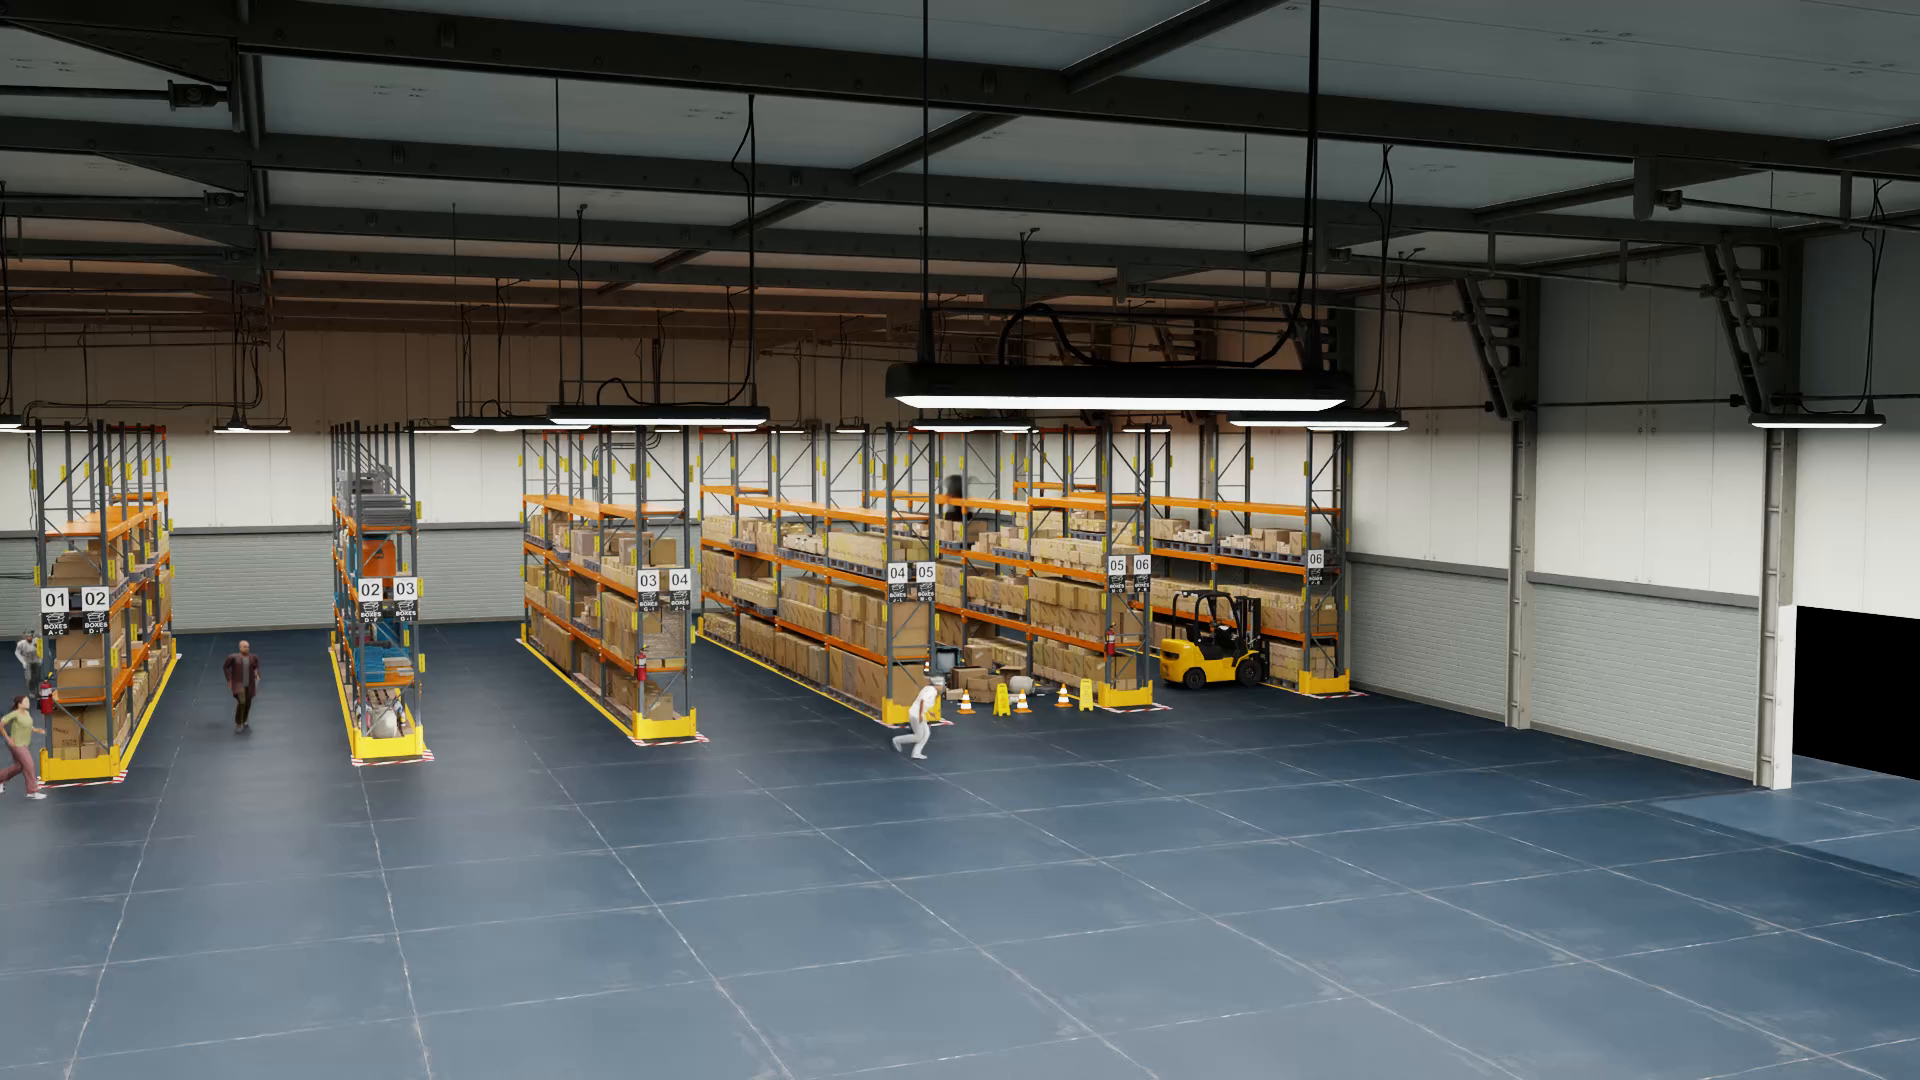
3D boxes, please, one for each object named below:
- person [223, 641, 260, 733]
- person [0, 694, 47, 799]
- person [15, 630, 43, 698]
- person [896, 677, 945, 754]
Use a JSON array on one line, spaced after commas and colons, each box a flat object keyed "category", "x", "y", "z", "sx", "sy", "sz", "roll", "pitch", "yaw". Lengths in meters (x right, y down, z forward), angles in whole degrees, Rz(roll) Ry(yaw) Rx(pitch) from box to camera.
[{"category": "person", "x": -13.903, "y": 2.855, "z": 32.260, "sx": 0.626, "sy": 1.825, "sz": 0.858, "roll": -4, "pitch": 5, "yaw": -44}, {"category": "person", "x": -14.901, "y": 3.258, "z": 26.235, "sx": 0.934, "sy": 1.665, "sz": 0.558, "roll": 0, "pitch": 4, "yaw": -1}, {"category": "person", "x": -20.348, "y": 2.688, "z": 36.419, "sx": 0.830, "sy": 1.522, "sz": 0.624, "roll": 3, "pitch": 5, "yaw": 44}, {"category": "person", "x": -0.703, "y": 3.126, "z": 29.479, "sx": 0.872, "sy": 1.394, "sz": 0.583, "roll": 0, "pitch": 4, "yaw": -2}]
